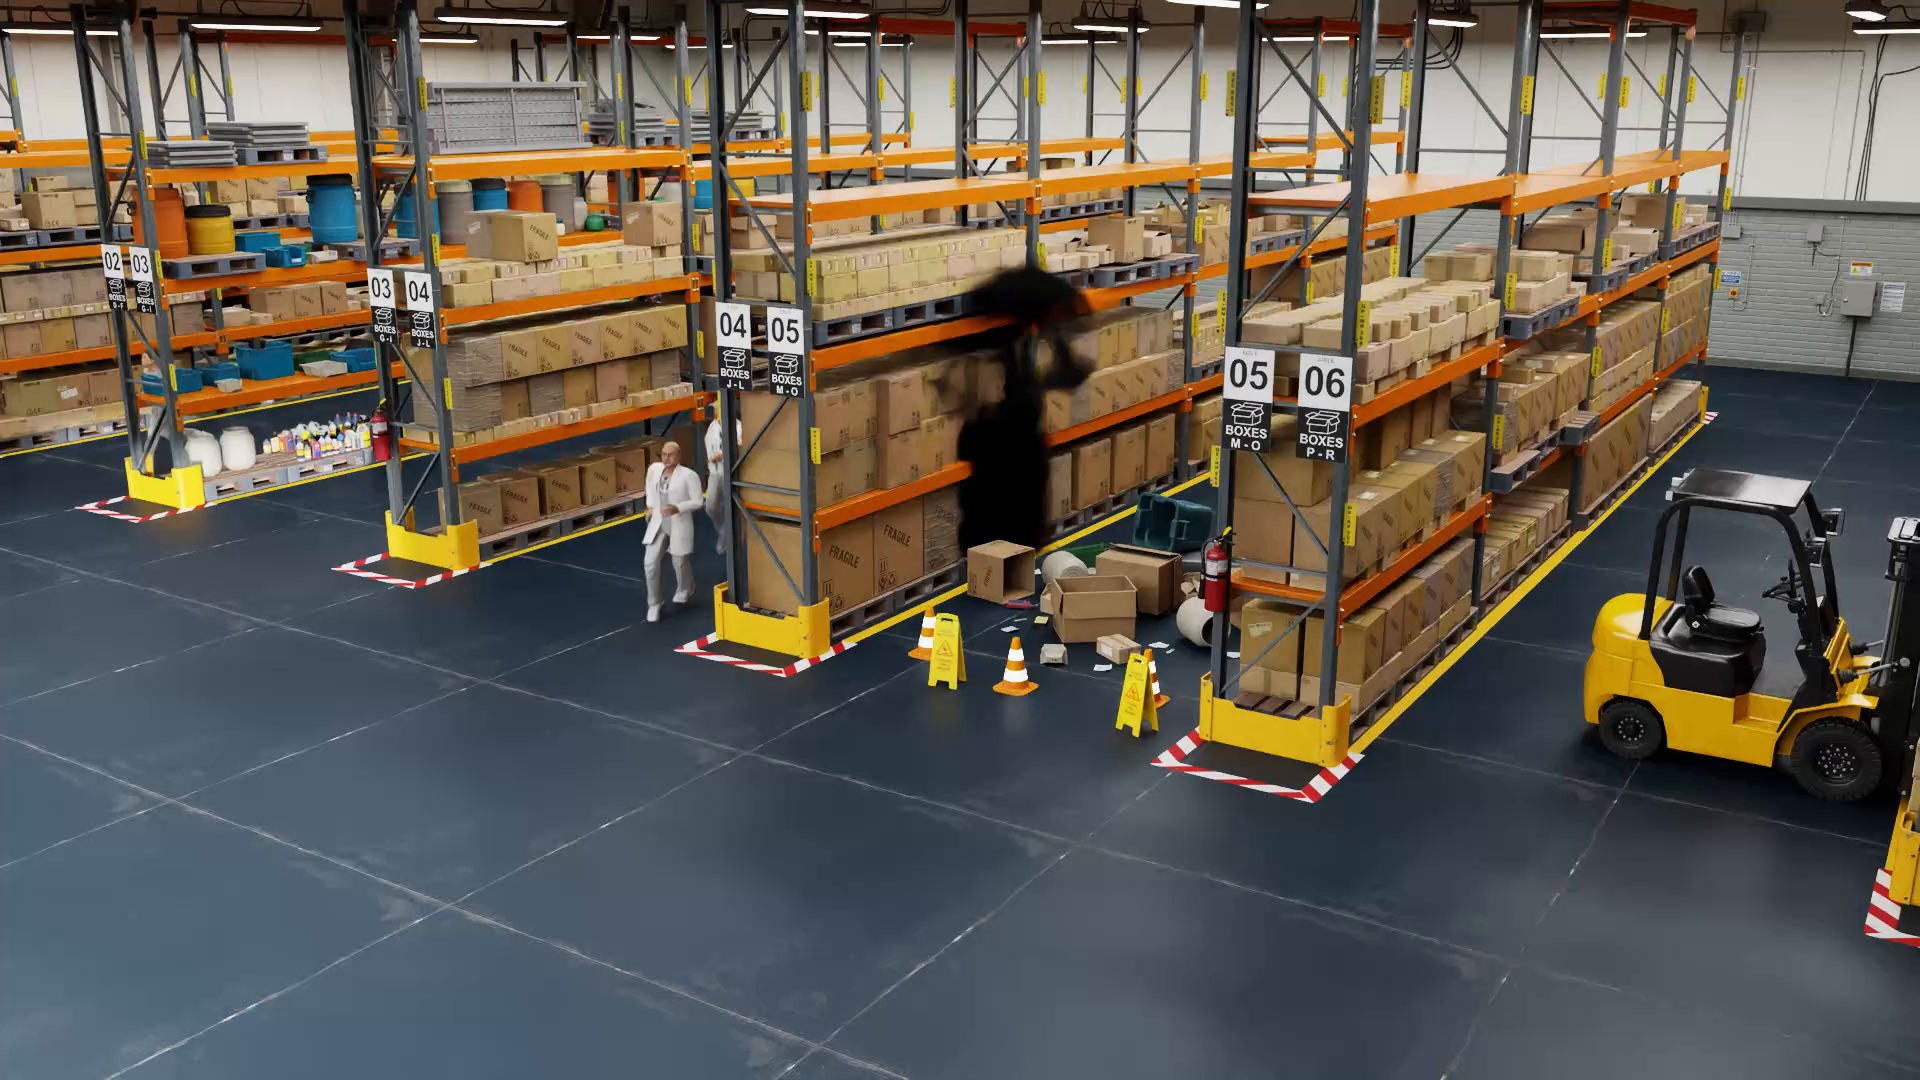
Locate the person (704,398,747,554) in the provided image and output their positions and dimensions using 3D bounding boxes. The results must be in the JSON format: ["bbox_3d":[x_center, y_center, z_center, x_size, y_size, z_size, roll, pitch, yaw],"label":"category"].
[{"bbox_3d":[-2.479,-0.662,17.553,0.581,1.722,0.625,10,18,31],"label":"person"}]

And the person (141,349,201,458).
[{"bbox_3d":[-10.824,-1.789,22.534,0.576,1.629,1.089,10,18,32],"label":"person"}]

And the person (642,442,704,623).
[{"bbox_3d":[-2.811,-0.087,16.362,0.690,1.834,0.900,4,16,13],"label":"person"}]
